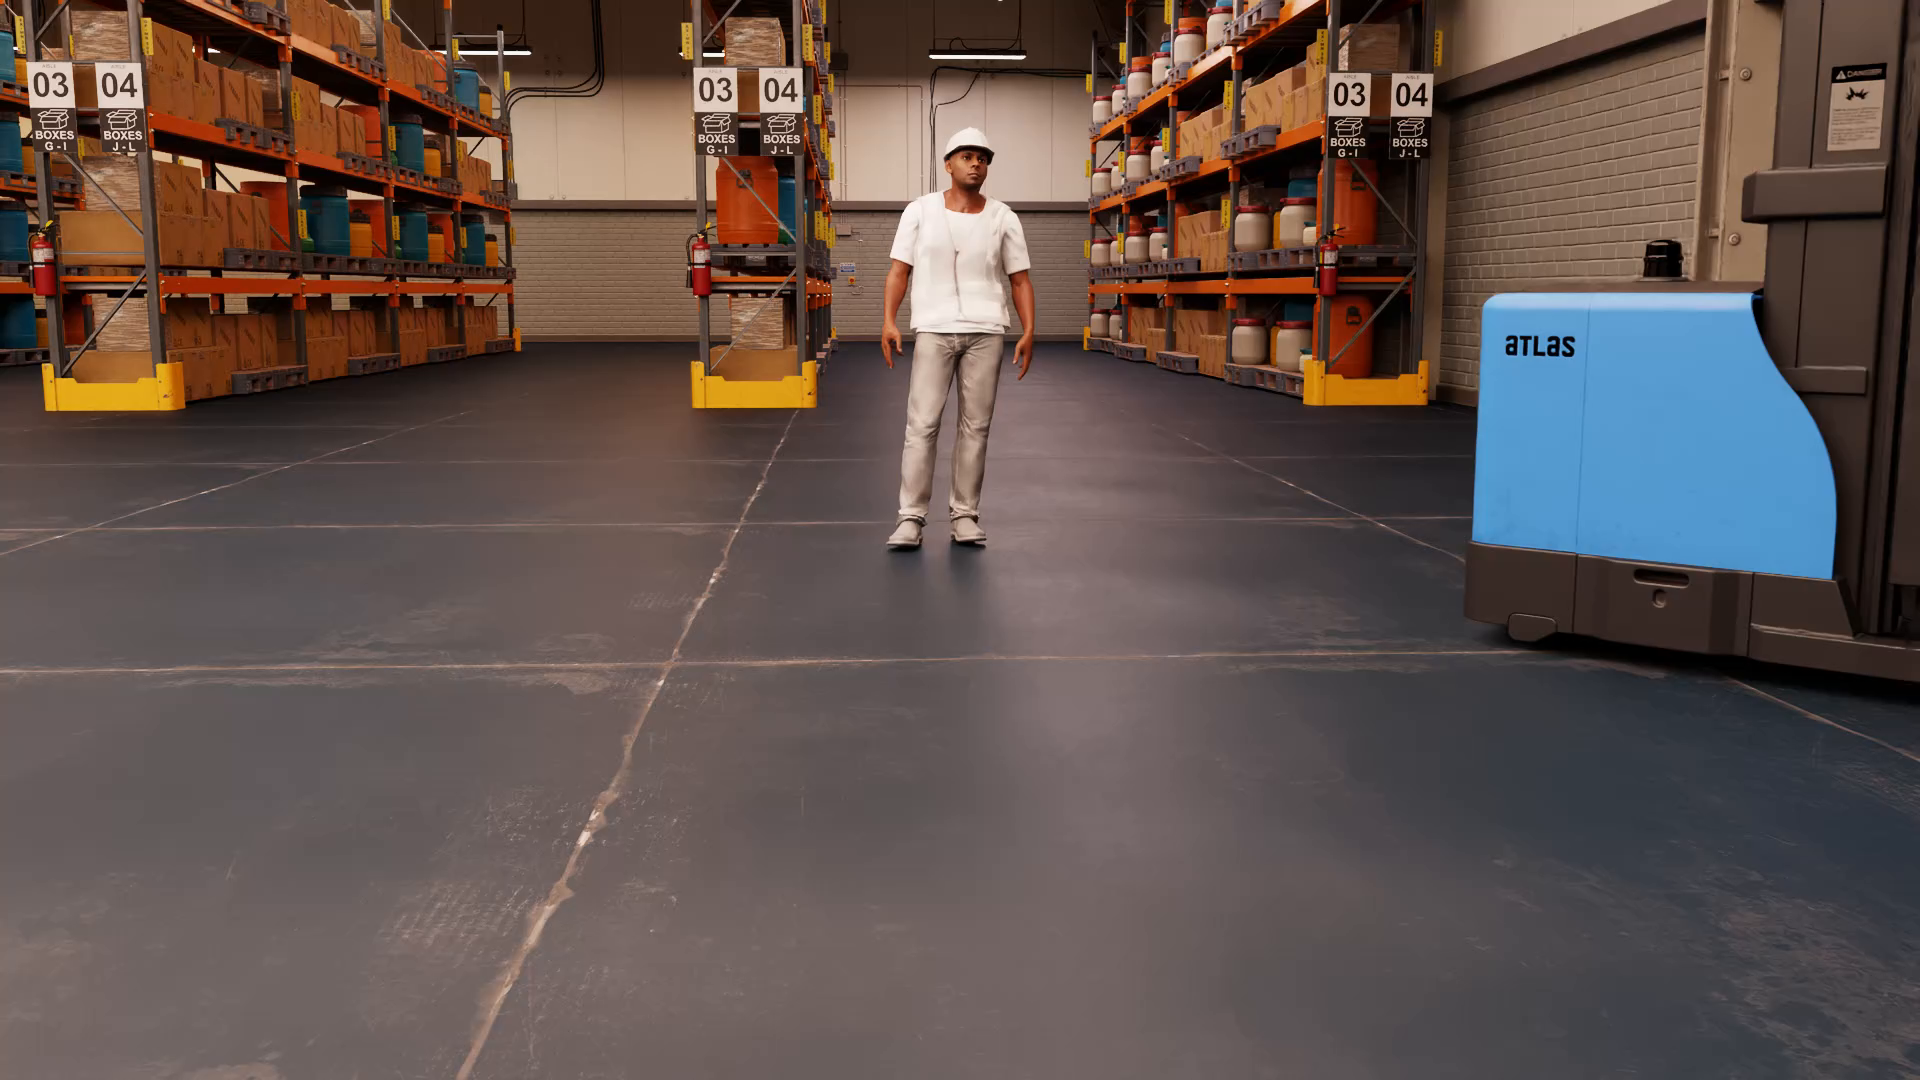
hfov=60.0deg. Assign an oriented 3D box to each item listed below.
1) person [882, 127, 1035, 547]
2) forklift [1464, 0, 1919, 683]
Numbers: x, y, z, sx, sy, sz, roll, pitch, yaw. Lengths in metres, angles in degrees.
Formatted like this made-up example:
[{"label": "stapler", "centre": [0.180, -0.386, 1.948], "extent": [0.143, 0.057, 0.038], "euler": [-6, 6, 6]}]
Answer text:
[{"label": "person", "centre": [-0.002, -0.871, 7.110], "extent": [0.665, 1.766, 0.576], "euler": [-1, 8, -4]}, {"label": "forklift", "centre": [3.018, -1.047, 4.380], "extent": [3.031, 2.935, 1.130], "euler": [7, 11, 41]}]
